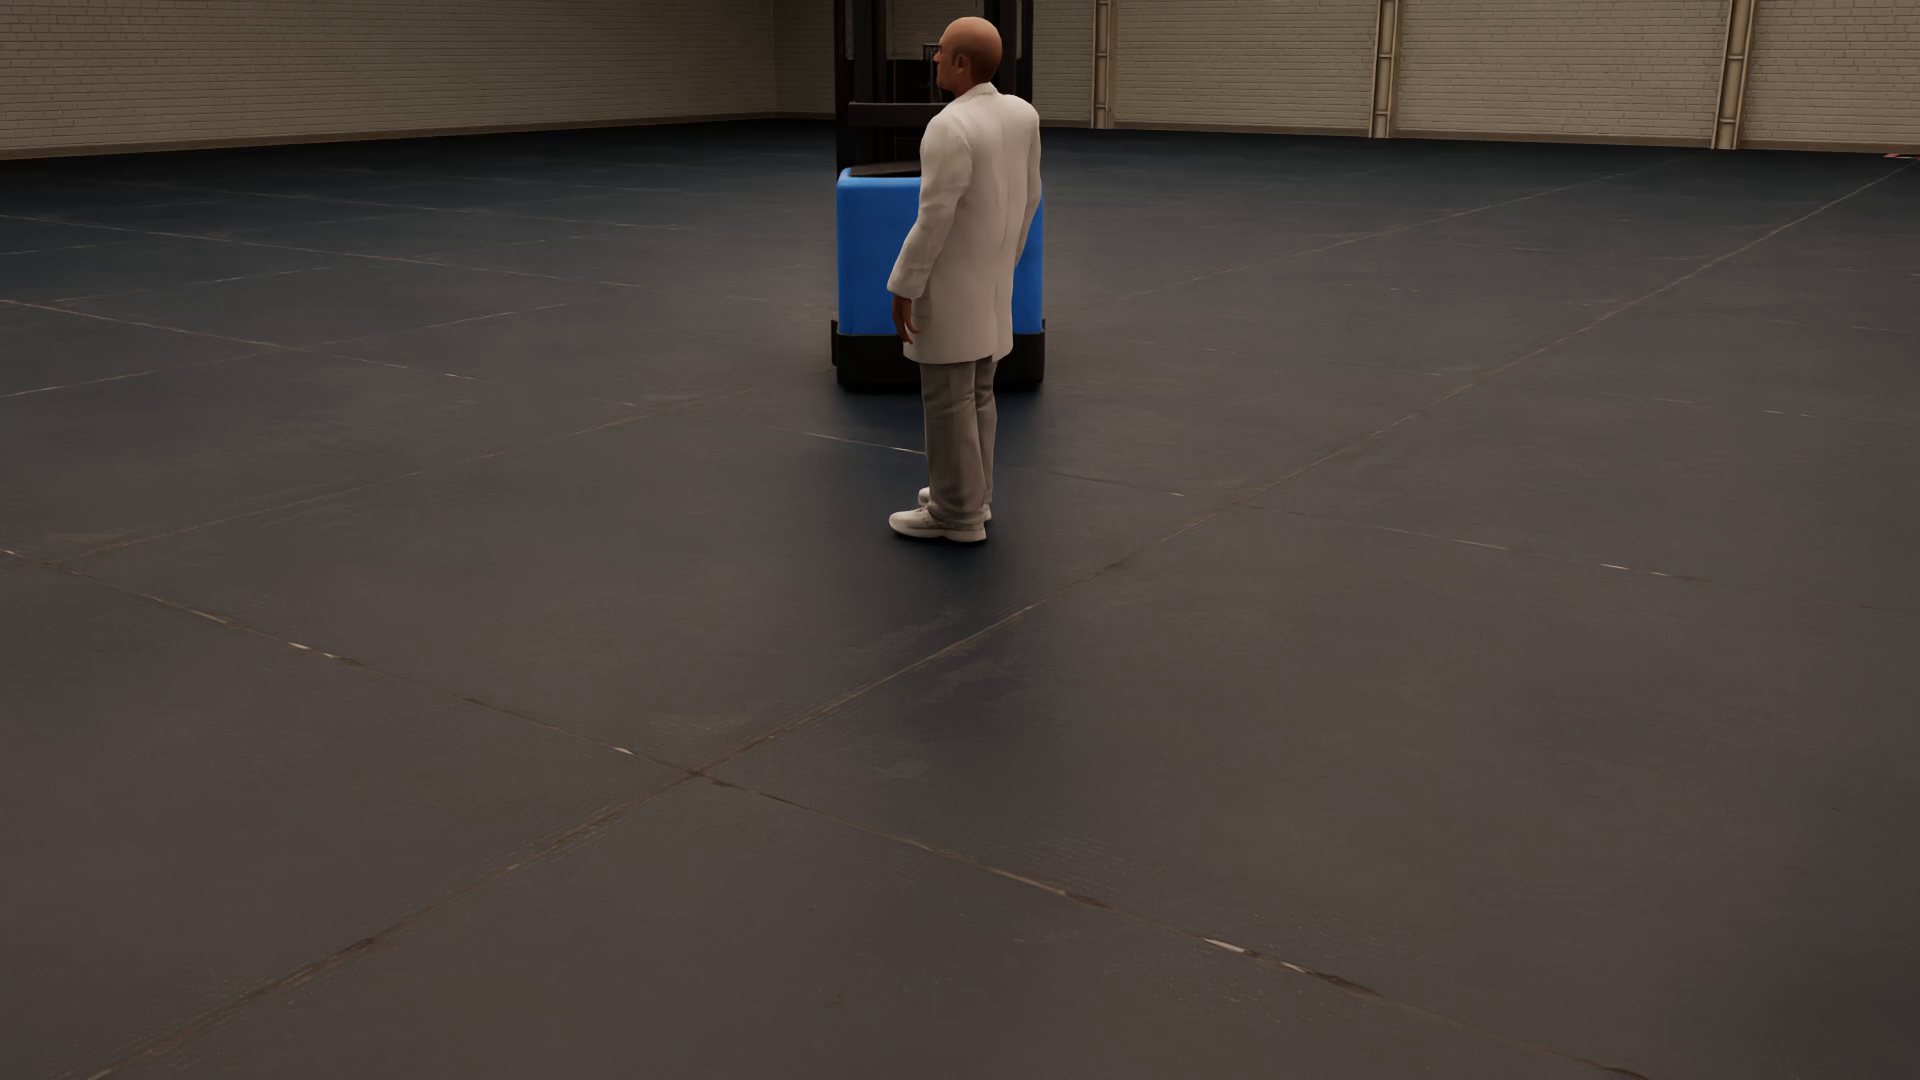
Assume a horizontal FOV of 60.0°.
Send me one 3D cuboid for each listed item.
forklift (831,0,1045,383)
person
[{"bbox_3d":[-0.156,-2.561,9.396,1.130,2.935,3.031,-1,17,-2],"label":"forklift"},{"bbox_3d":[-0.073,-0.874,5.745,0.578,1.777,0.696,11,20,33],"label":"person"}]
